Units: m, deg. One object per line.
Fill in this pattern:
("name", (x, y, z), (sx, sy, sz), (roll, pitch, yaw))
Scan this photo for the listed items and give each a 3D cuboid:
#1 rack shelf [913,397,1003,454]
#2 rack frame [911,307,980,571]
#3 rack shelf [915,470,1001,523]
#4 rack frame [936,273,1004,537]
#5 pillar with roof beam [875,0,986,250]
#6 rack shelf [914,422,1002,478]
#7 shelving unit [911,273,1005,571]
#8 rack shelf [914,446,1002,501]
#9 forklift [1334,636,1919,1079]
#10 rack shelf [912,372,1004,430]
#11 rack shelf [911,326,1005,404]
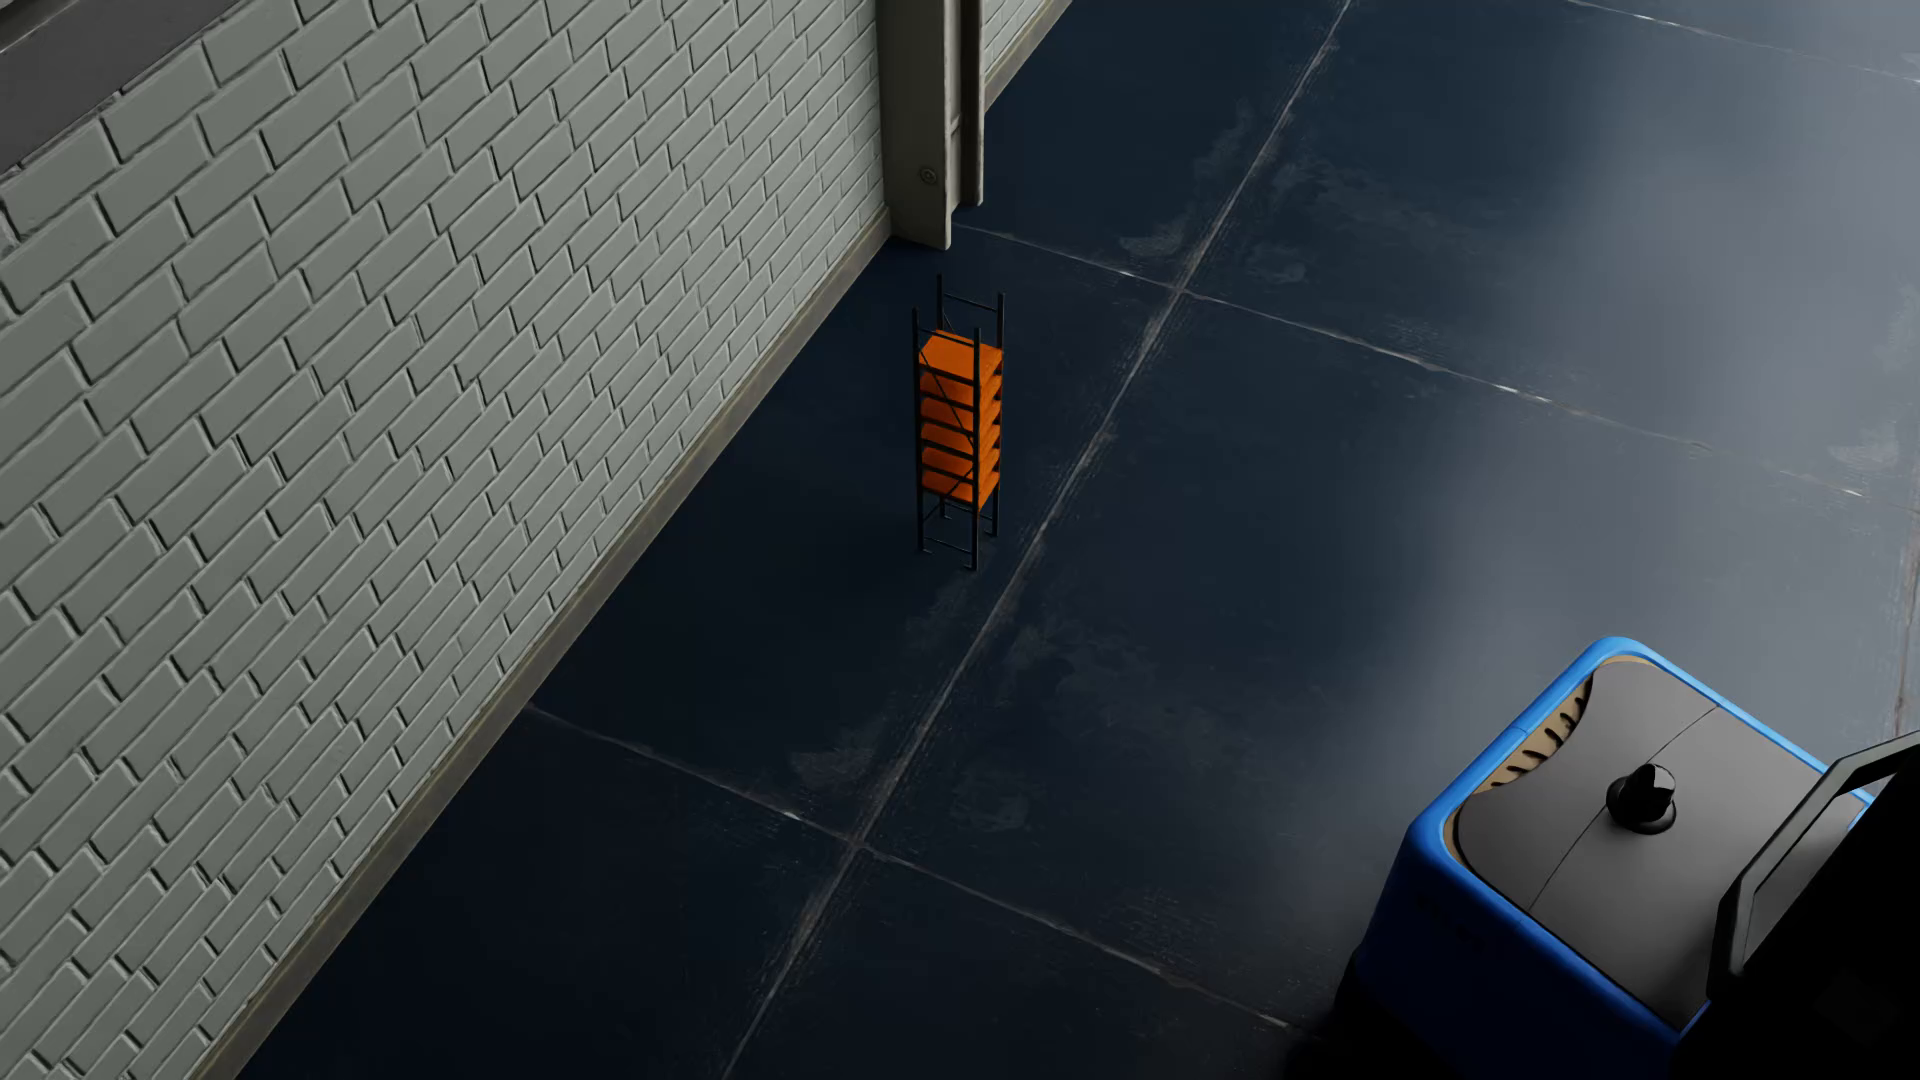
("rack shelf", (-0.006, -0.428, 5.727), (0.258, 0.103, 0.180), (20, 52, 16))
("rack frame", (-0.045, -0.316, 5.731), (0.240, 1.200, 0.006), (20, 52, 16))
("rack shelf", (-0.006, -0.195, 6.001), (0.258, 0.103, 0.180), (20, 52, 16))
("rack frame", (0.033, -0.442, 5.838), (0.240, 1.200, 0.006), (20, 52, 16))
("pillar with roof beam", (3.776, -2.978, 2.875), (9.100, 9.000, 0.400), (20, 52, 16))
("rack shelf", (-0.006, -0.350, 5.818), (0.258, 0.103, 0.180), (20, 52, 16))
("shelving unit", (-0.006, -0.379, 5.785), (0.258, 1.200, 0.189), (20, 52, 16))
("rack shelf", (-0.006, -0.272, 5.910), (0.258, 0.103, 0.180), (20, 52, 16))
("forklift", (2.496, 1.058, 3.425), (1.130, 2.935, 3.031), (-36, 58, -26))
("rack shelf", (-0.006, -0.506, 5.636), (0.258, 0.103, 0.180), (20, 52, 16))
("rack shelf", (-0.006, -0.583, 5.544), (0.258, 0.103, 0.180), (20, 52, 16))
